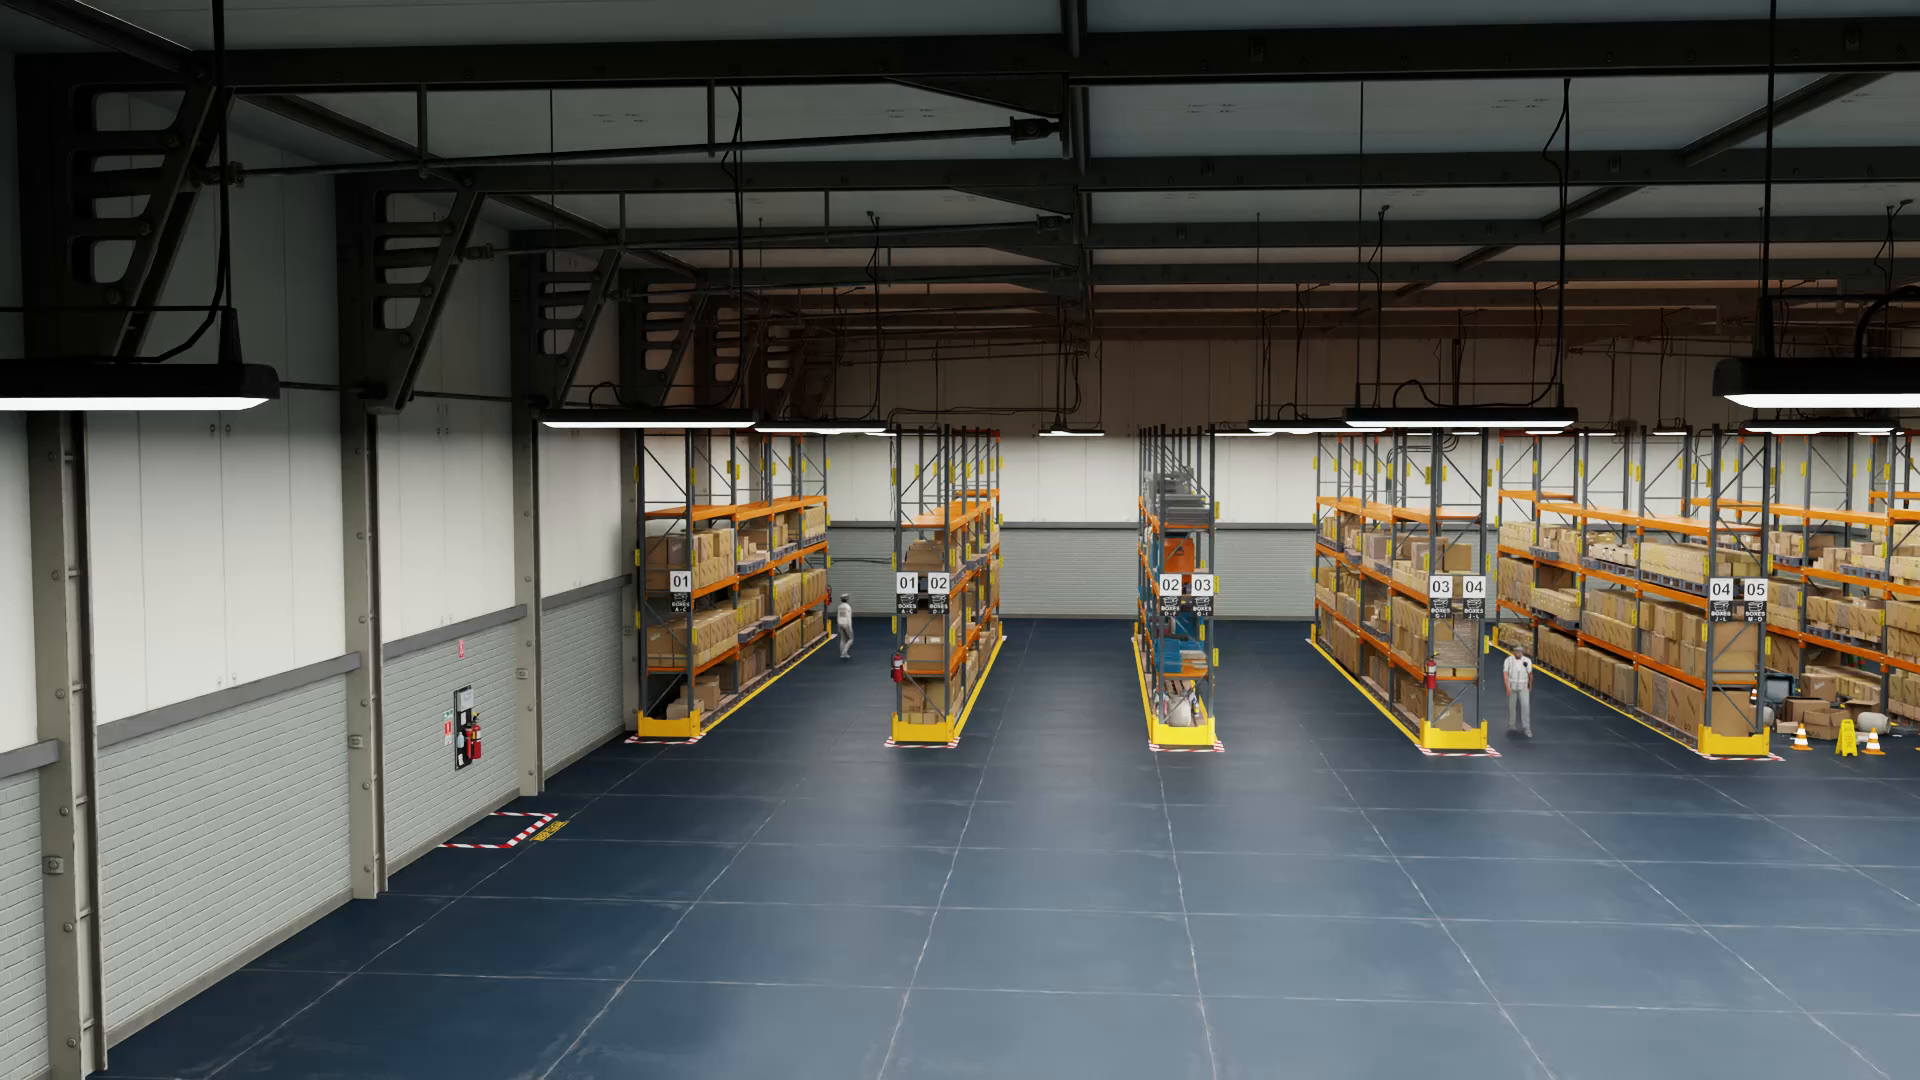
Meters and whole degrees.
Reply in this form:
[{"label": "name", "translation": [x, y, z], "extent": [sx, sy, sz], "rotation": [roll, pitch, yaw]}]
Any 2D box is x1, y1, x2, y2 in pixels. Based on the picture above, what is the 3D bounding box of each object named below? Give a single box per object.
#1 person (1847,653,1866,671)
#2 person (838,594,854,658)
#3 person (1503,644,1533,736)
[{"label": "person", "translation": [21.431, 2.416, 39.775], "extent": [0.573, 1.787, 0.551], "rotation": [0, 3, 3]}, {"label": "person", "translation": [-3.010, 2.246, 43.378], "extent": [0.439, 1.680, 0.529], "rotation": [-3, 5, -43]}, {"label": "person", "translation": [10.841, 2.870, 32.313], "extent": [0.553, 1.719, 0.918], "rotation": [1, 4, 16]}]
